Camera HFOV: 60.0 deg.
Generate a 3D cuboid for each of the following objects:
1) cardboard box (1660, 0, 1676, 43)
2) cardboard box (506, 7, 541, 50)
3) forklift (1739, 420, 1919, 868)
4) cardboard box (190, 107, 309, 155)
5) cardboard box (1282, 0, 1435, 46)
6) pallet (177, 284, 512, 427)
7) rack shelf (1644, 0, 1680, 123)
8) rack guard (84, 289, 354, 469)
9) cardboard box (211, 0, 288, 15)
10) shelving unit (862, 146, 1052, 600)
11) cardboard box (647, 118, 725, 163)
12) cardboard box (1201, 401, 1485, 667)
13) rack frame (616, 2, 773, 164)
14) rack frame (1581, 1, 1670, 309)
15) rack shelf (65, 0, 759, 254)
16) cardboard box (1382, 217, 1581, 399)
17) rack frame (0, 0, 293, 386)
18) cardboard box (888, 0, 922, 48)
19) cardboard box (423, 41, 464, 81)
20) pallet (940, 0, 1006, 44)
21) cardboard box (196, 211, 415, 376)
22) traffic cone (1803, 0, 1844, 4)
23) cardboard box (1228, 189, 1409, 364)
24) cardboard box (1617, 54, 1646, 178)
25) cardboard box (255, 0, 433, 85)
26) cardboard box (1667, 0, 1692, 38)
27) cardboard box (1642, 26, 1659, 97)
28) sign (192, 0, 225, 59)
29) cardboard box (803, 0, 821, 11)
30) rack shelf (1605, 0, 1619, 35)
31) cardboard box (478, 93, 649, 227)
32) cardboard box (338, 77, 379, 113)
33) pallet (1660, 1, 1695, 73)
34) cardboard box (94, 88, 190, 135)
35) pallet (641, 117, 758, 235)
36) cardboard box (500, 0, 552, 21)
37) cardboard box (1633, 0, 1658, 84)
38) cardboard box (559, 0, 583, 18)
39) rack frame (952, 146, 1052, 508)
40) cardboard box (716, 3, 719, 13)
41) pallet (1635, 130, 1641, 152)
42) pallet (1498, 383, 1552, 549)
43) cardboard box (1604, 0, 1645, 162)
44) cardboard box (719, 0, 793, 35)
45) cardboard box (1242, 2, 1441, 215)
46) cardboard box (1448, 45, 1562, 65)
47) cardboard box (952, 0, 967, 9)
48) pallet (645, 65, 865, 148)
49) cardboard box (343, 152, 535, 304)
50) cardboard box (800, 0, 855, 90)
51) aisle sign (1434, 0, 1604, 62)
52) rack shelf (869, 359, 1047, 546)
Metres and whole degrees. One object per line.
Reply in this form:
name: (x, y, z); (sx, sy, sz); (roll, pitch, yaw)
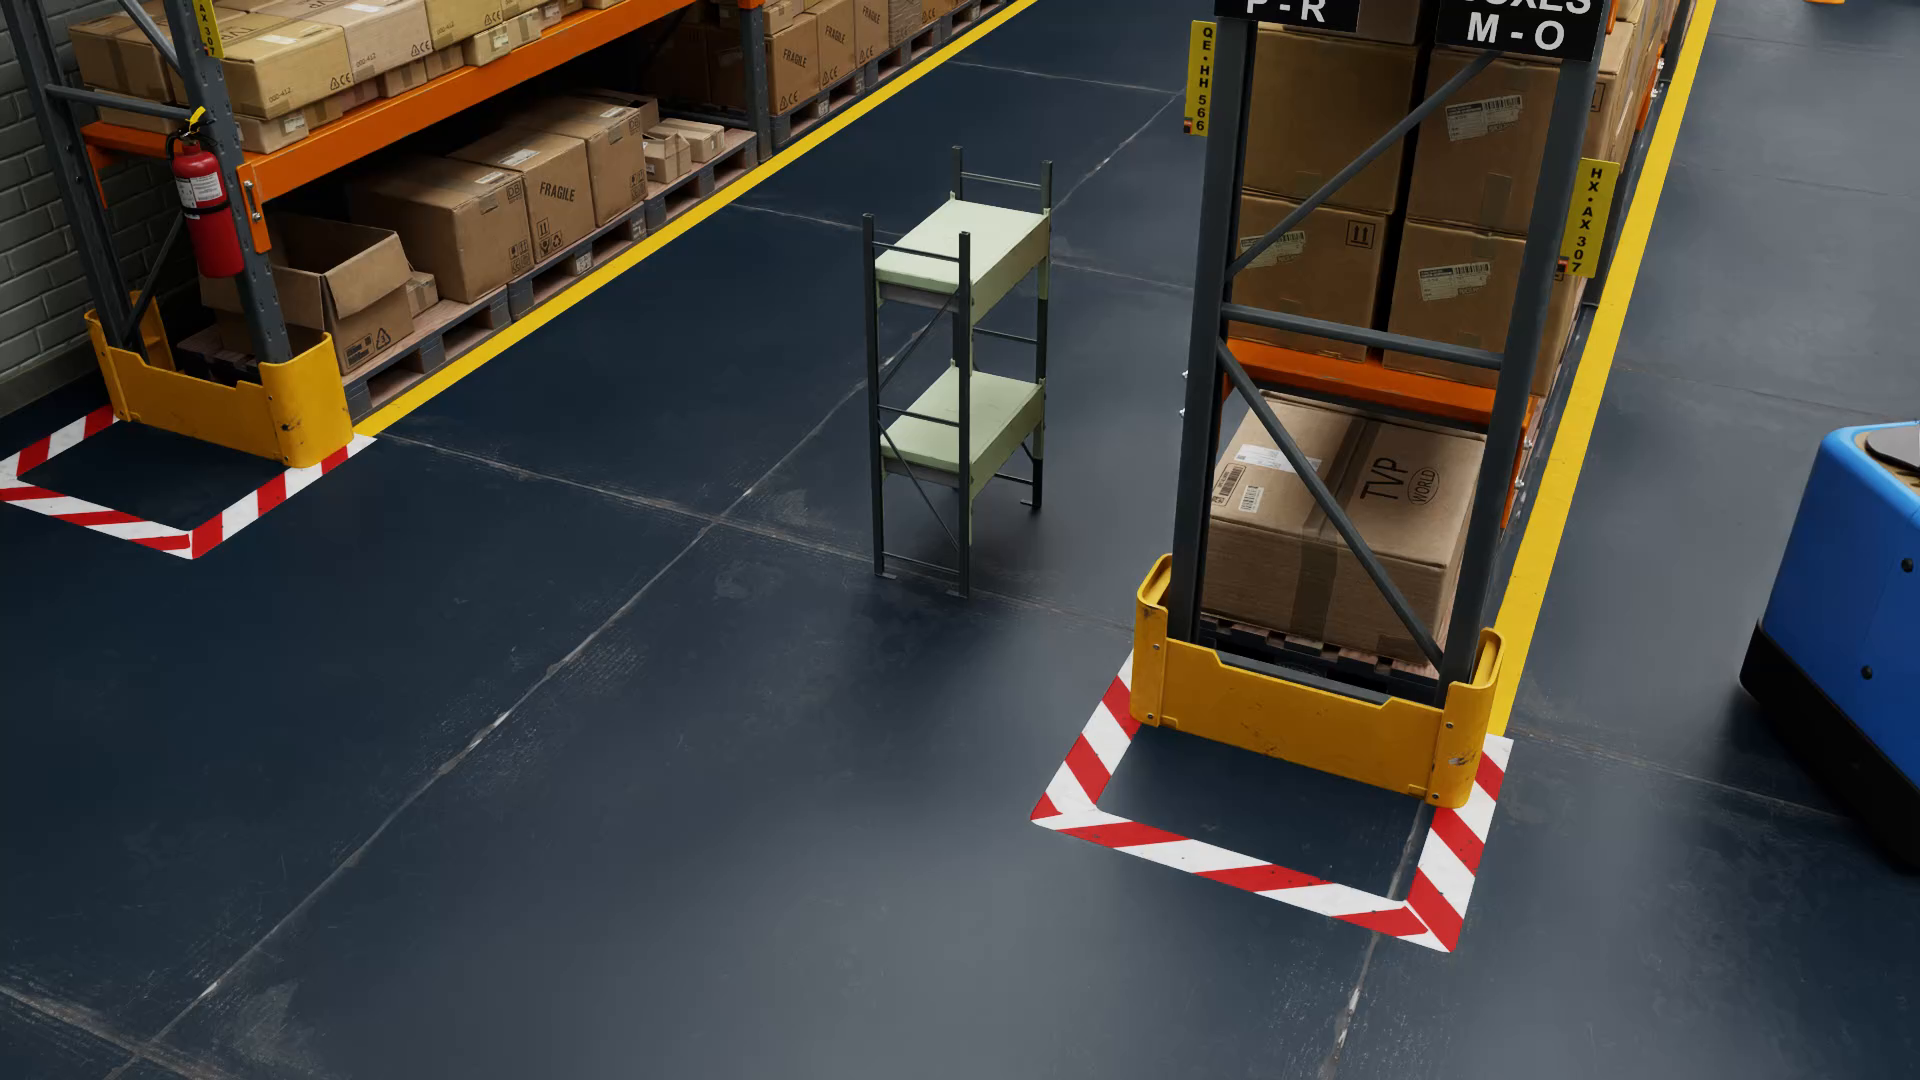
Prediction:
cardboard box: (3.282, -2.686, 8.247); (0.500, 0.250, 0.500); (13, 36, 19)
cardboard box: (-2.263, -2.496, 8.051); (0.380, 0.149, 0.250); (15, 36, 22)
forklift: (4.313, -0.566, 4.941); (3.031, 2.935, 1.130); (-5, 34, -8)
cardboard box: (-2.939, -1.730, 6.882); (0.380, 0.149, 0.250); (14, 36, 20)
cardboard box: (1.153, -1.554, 4.789); (0.380, 0.149, 0.250); (15, 36, 21)
pallet: (-2.961, -1.003, 8.088); (1.003, 0.211, 1.213); (14, 36, 20)
rack shelf: (3.695, -3.285, 9.681); (1.077, 0.370, 4.000); (14, 36, 20)
rack guard: (-3.294, -0.727, 7.403); (1.175, 0.500, 0.348); (14, 36, 20)
cardboard box: (-3.157, -2.343, 7.453); (0.500, 0.250, 0.500); (14, 36, 21)
shelving unit: (0.003, -0.631, 6.344); (0.431, 1.500, 0.755); (14, 36, 20)
cardboard box: (-1.618, -2.365, 9.839); (0.380, 0.149, 0.250); (13, 35, 19)
cardboard box: (1.370, -0.053, 6.050); (0.875, 0.438, 0.875); (13, 35, 19)
rack frame: (-1.652, -3.727, 9.698); (1.000, 3.000, 0.127); (14, 36, 20)
rack frame: (2.858, -2.590, 7.964); (1.000, 3.000, 0.127); (14, 36, 20)
rack shelf: (-2.489, -2.430, 8.376); (1.077, 0.370, 4.000); (14, 36, 20)
cardboard box: (1.646, -0.813, 5.163); (0.500, 0.500, 0.500); (14, 36, 20)
rack frame: (-3.326, -1.735, 6.660); (1.000, 3.000, 0.127); (14, 36, 20)
cardboard box: (-0.596, -3.818, 11.734); (0.500, 0.500, 0.500); (13, 35, 19)
cardboard box: (-2.529, -2.252, 7.678); (0.380, 0.149, 0.250); (15, 36, 21)
pallet: (-0.325, -4.190, 12.947); (1.003, 0.211, 1.213); (14, 36, 20)
cardboard box: (-2.984, -1.149, 7.661); (0.797, 0.503, 0.637); (13, 35, 19)
traffic cone: (6.958, -4.575, 13.305); (0.336, 0.463, 0.334); (14, 36, 20)
cardboard box: (1.146, -0.940, 5.358); (0.500, 0.500, 0.500); (14, 36, 21)
cardboard box: (2.256, -1.574, 6.323); (0.500, 0.500, 0.500); (15, 36, 22)
cardboard box: (-2.680, -2.212, 7.253); (0.500, 0.250, 0.500); (15, 36, 21)
cardboard box: (4.777, -3.938, 12.033); (0.950, 0.372, 0.625); (12, 35, 17)
cardboard box: (2.686, -2.085, 7.102); (0.500, 0.500, 0.500); (13, 36, 19)
sign: (-2.833, -1.972, 6.233); (0.100, 0.325, 0.005); (14, 36, 20)
cardboard box: (-1.118, -3.532, 10.706); (0.380, 0.149, 0.250); (12, 35, 18)
rack shelf: (2.021, -2.547, 5.820); (1.077, 0.370, 4.000); (14, 36, 20)
cardboard box: (-2.156, -2.082, 9.086); (0.700, 0.500, 0.500); (13, 35, 19)
cardboard box: (-2.796, -2.006, 7.303); (0.380, 0.149, 0.250); (14, 36, 20)
pallet: (4.860, -3.805, 12.360); (1.003, 0.211, 1.213); (14, 36, 20)
cardboard box: (-3.431, -1.856, 7.074); (0.380, 0.149, 0.250); (14, 36, 20)
pallet: (-1.940, -2.219, 9.941); (1.003, 0.211, 1.213); (14, 36, 20)
cardboard box: (-2.277, -2.724, 8.035); (0.500, 0.250, 0.500); (13, 36, 19)
cardboard box: (2.270, -1.997, 6.057); (0.500, 0.500, 0.500); (14, 36, 21)
cardboard box: (-2.157, -2.774, 8.475); (0.380, 0.149, 0.250); (15, 36, 21)
rack frame: (0.156, -0.813, 6.622); (0.400, 1.500, 0.023); (14, 36, 20)
cardboard box: (-1.655, -3.510, 10.673); (0.380, 0.149, 0.250); (14, 36, 21)
pallet: (3.621, -2.435, 10.271); (1.003, 0.211, 1.213); (14, 36, 20)
pallet: (1.960, -0.453, 7.249); (1.003, 0.211, 1.213); (14, 36, 20)
cardboard box: (1.854, -1.490, 5.284); (0.500, 0.500, 0.500); (13, 35, 19)
cardboard box: (-1.260, -3.246, 10.270); (0.380, 0.149, 0.250); (16, 36, 23)
cardboard box: (1.170, -1.352, 5.074); (0.500, 0.500, 0.500); (15, 36, 22)
cardboard box: (1.584, -1.442, 4.619); (0.380, 0.149, 0.250); (15, 36, 21)
cardboard box: (-0.179, -4.342, 12.534); (0.500, 0.500, 0.500); (14, 36, 20)
pallet: (-1.346, -2.974, 11.094); (1.003, 0.211, 1.213); (14, 36, 20)
cardboard box: (-2.591, -1.565, 8.297); (0.700, 0.500, 0.500); (16, 36, 22)
cardboard box: (-1.031, -3.314, 10.965); (0.500, 0.500, 0.500); (14, 36, 20)
aisle sign: (1.418, -1.582, 4.057); (0.394, 0.787, 0.004); (14, 36, 20)
rack shelf: (0.003, -0.358, 6.523); (0.431, 0.370, 0.720); (14, 36, 20)
